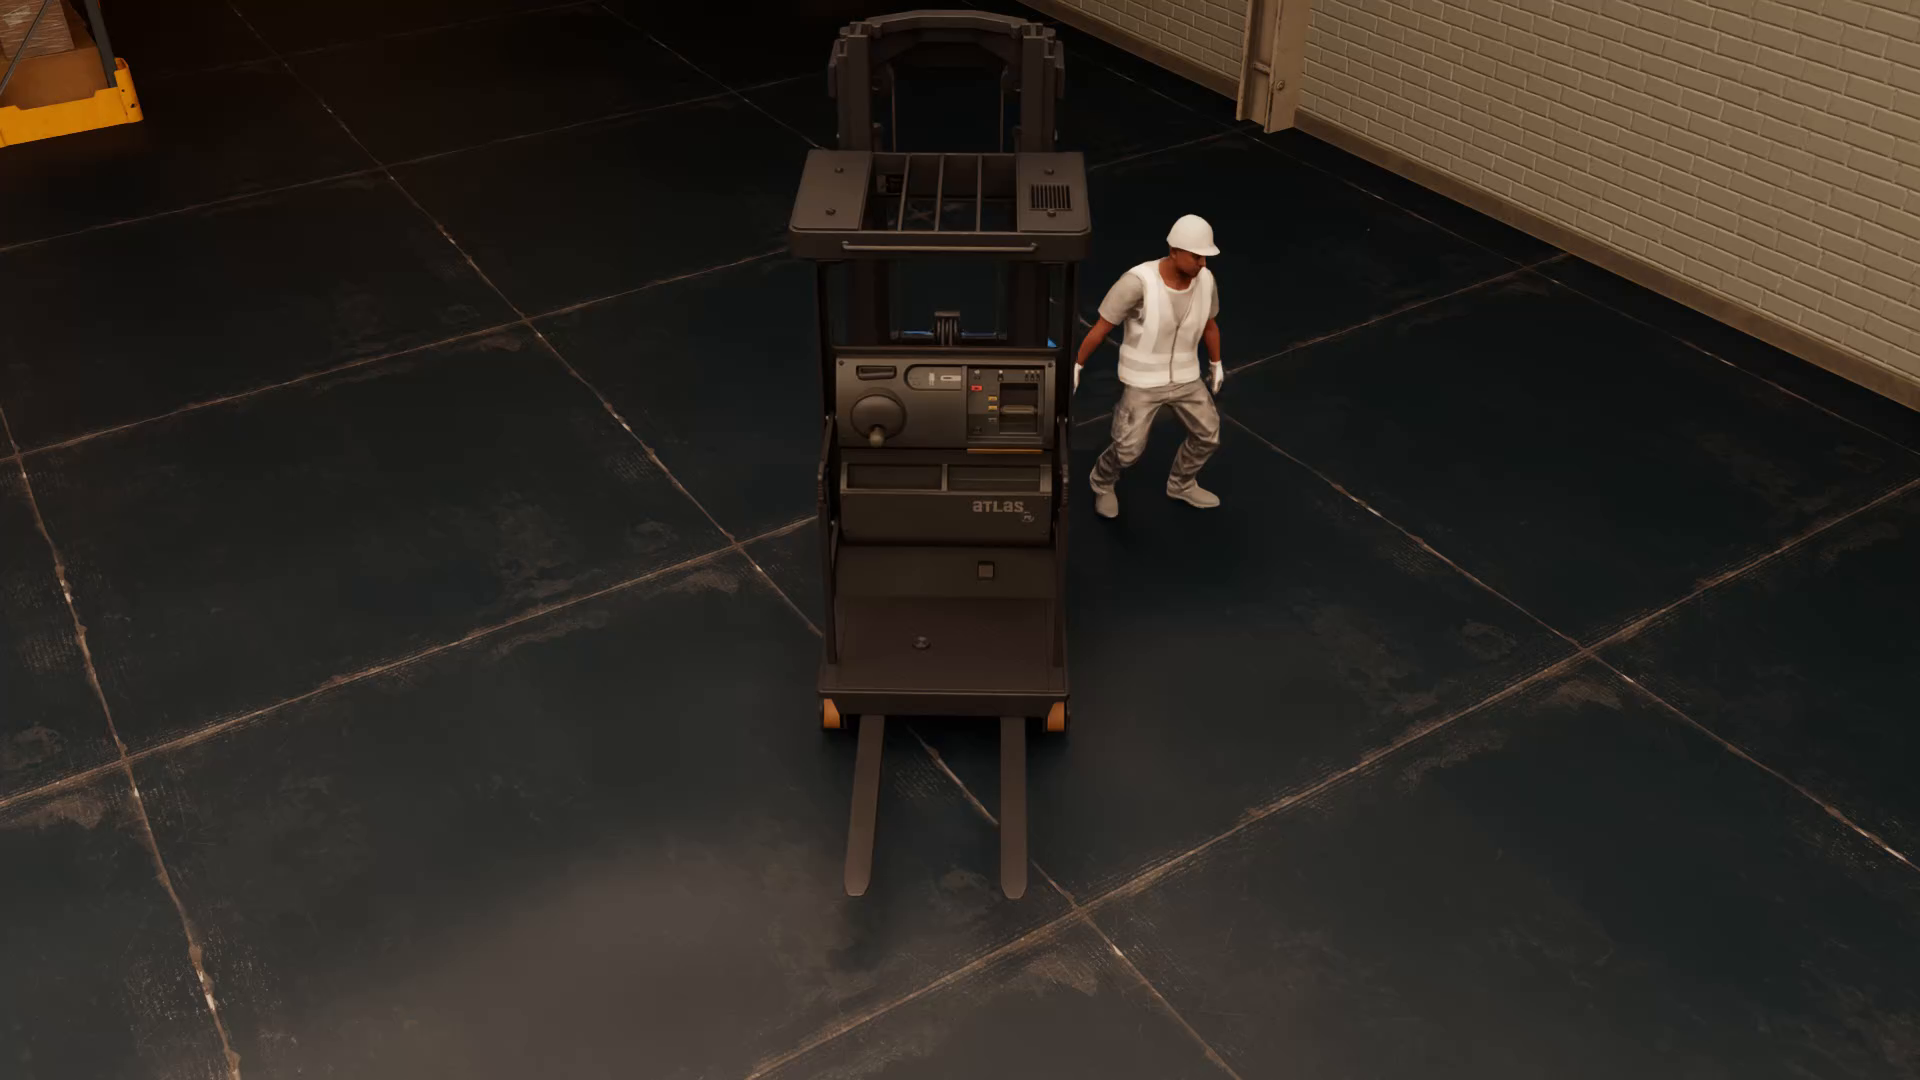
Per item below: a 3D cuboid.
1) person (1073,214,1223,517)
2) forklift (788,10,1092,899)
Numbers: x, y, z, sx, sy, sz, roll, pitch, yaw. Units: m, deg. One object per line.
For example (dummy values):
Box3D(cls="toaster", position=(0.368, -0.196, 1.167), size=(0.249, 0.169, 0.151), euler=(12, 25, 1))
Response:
Box3D(cls="person", position=(0.943, -0.858, 8.461), size=(0.891, 1.730, 0.502), euler=(-10, 36, -14))
Box3D(cls="forklift", position=(-0.063, -0.521, 6.888), size=(1.130, 2.935, 3.031), euler=(1, 35, 1))
